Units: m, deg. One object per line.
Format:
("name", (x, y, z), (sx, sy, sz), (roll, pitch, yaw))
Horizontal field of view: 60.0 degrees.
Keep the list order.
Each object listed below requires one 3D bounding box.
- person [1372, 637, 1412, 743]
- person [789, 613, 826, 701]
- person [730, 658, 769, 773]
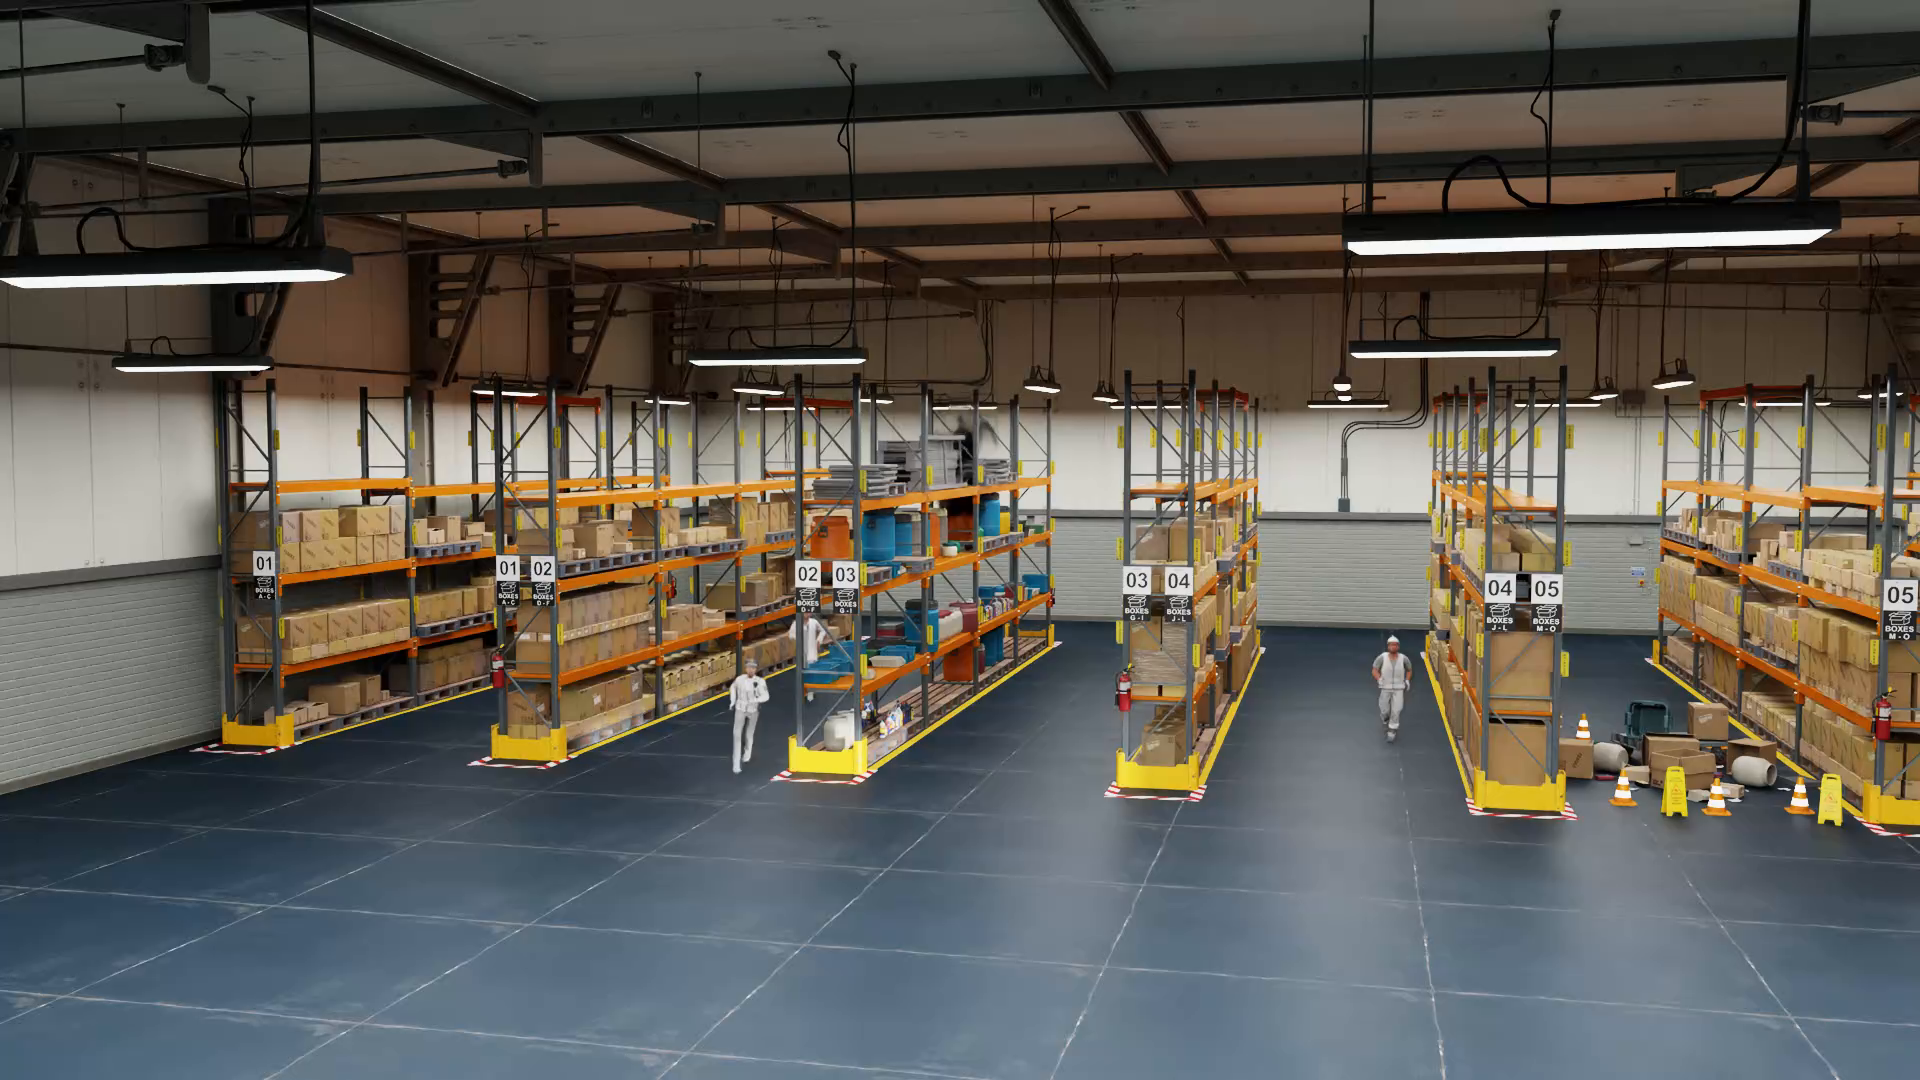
("person", (7.181, 2.473, 27.620), (0.646, 1.743, 0.645), (1, 3, 11))
("person", (-2.967, 2.233, 32.145), (0.685, 1.740, 0.777), (0, 3, 4))
("person", (-3.220, 2.653, 25.385), (0.623, 1.728, 0.824), (0, 3, -1))
